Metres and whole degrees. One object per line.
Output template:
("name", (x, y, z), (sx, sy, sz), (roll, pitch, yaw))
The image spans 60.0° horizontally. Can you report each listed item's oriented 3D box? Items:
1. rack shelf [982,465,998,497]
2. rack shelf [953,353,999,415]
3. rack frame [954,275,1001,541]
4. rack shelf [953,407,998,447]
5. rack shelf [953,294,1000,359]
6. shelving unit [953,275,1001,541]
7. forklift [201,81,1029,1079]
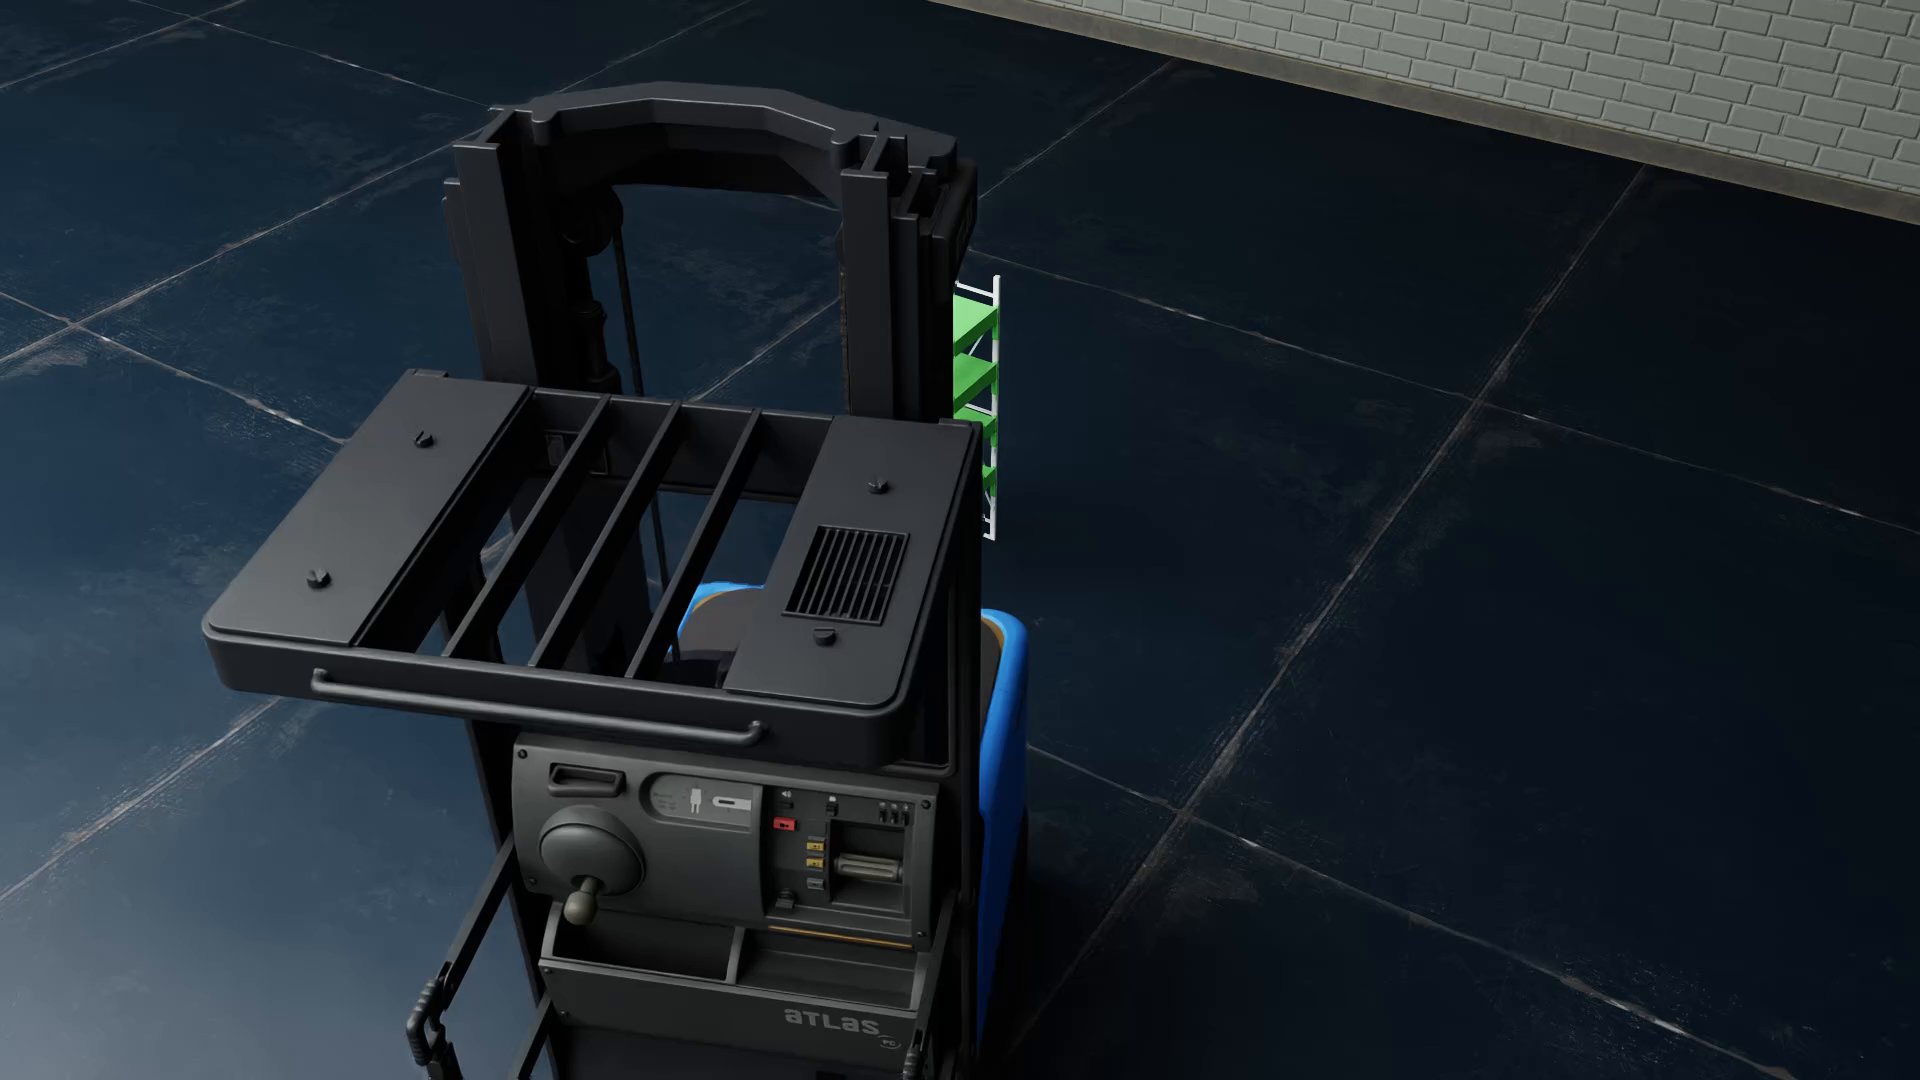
("rack shelf", (-0.089, -0.149, 6.459), (0.258, 0.148, 0.480), (21, 42, 25))
("rack shelf", (-0.089, -0.529, 6.165), (0.258, 0.148, 0.480), (21, 42, 25))
("rack frame", (0.042, -0.516, 6.436), (0.240, 1.200, 0.015), (21, 42, 25))
("rack shelf", (-0.089, -0.339, 6.312), (0.258, 0.148, 0.480), (21, 42, 25))
("rack shelf", (-0.089, -0.719, 6.019), (0.258, 0.148, 0.480), (21, 42, 25))
("shelving unit", (-0.089, -0.390, 6.273), (0.258, 1.200, 0.503), (21, 42, 25))
("forklift", (-0.544, 0.732, 3.400), (1.130, 2.935, 3.031), (6, 38, 8))
